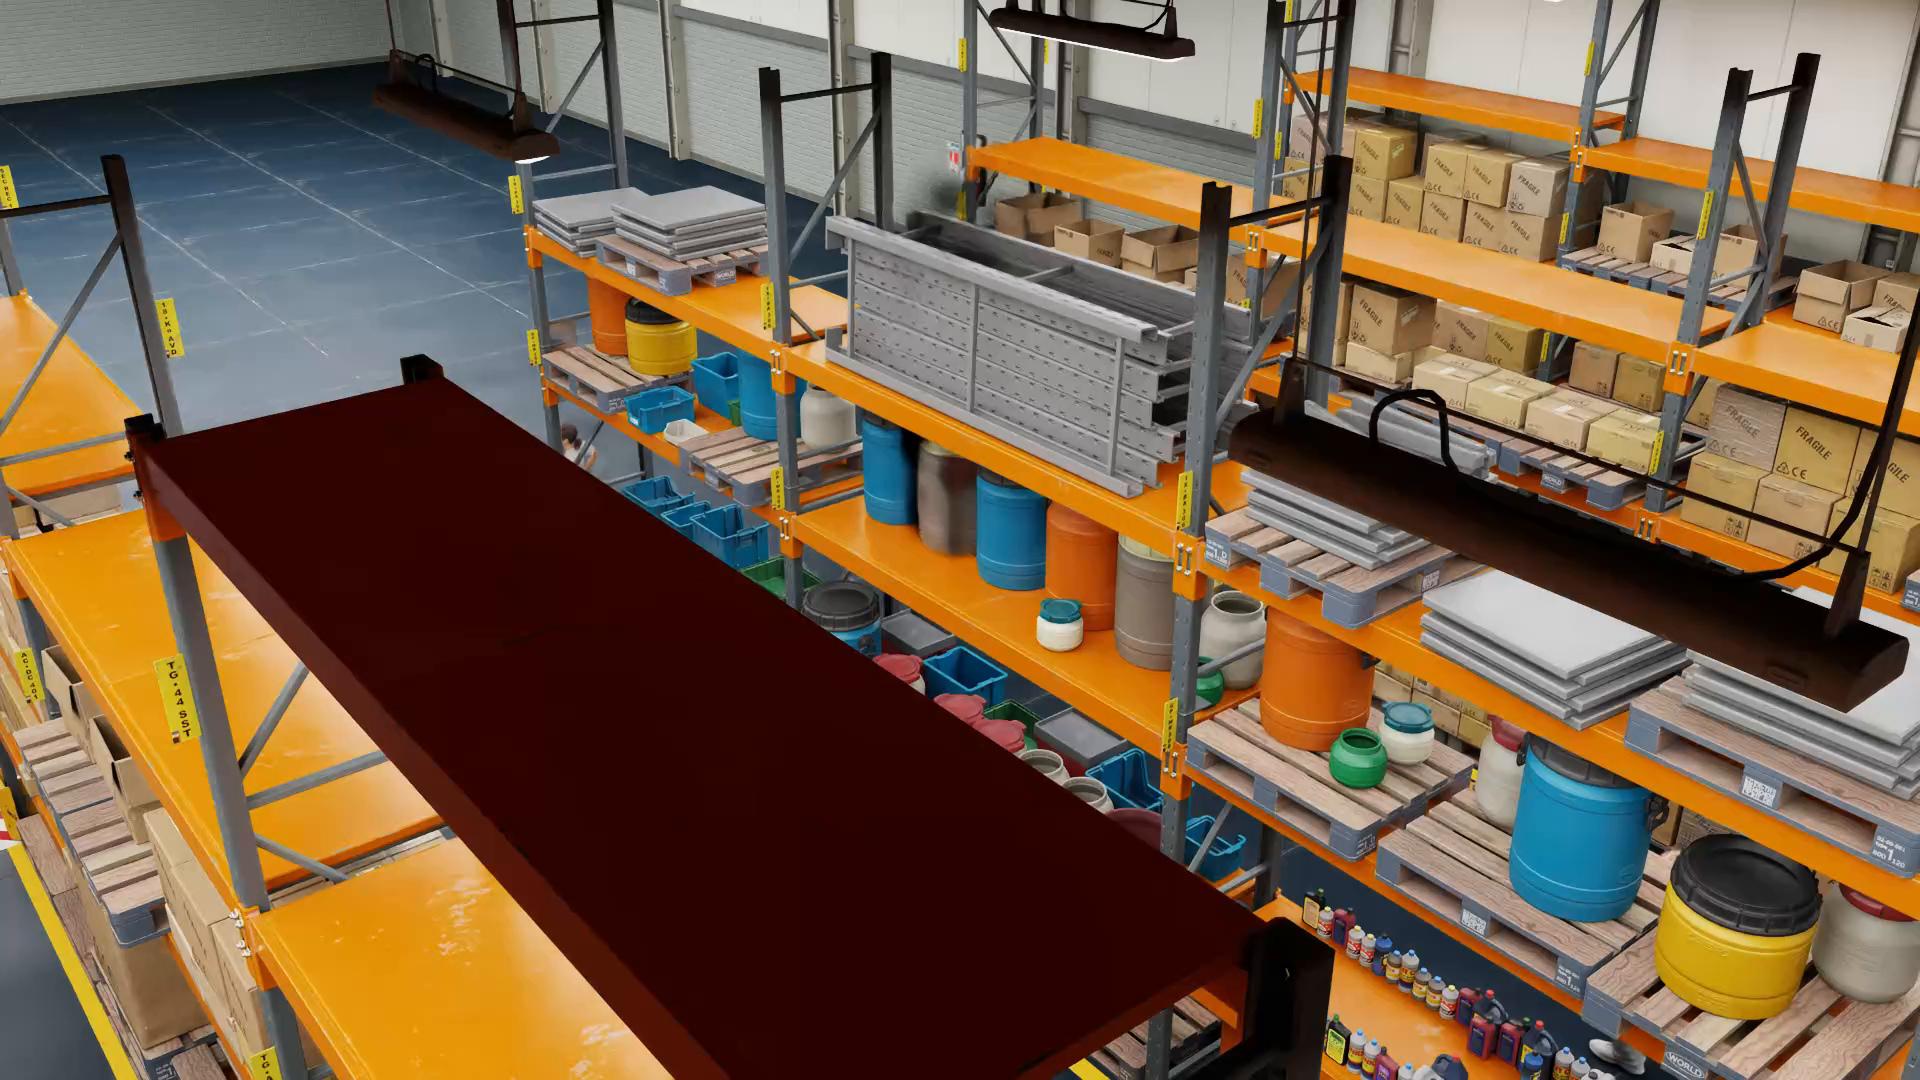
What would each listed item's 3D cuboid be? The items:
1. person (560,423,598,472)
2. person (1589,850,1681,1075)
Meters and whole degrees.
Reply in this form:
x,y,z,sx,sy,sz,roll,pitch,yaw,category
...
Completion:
x,y,z,sx,sy,sz,roll,pitch,yaw,category
-3.970,-0.446,17.316,0.933,1.686,0.594,1,26,1,person
4.415,2.697,10.710,0.660,1.726,0.704,23,34,39,person
